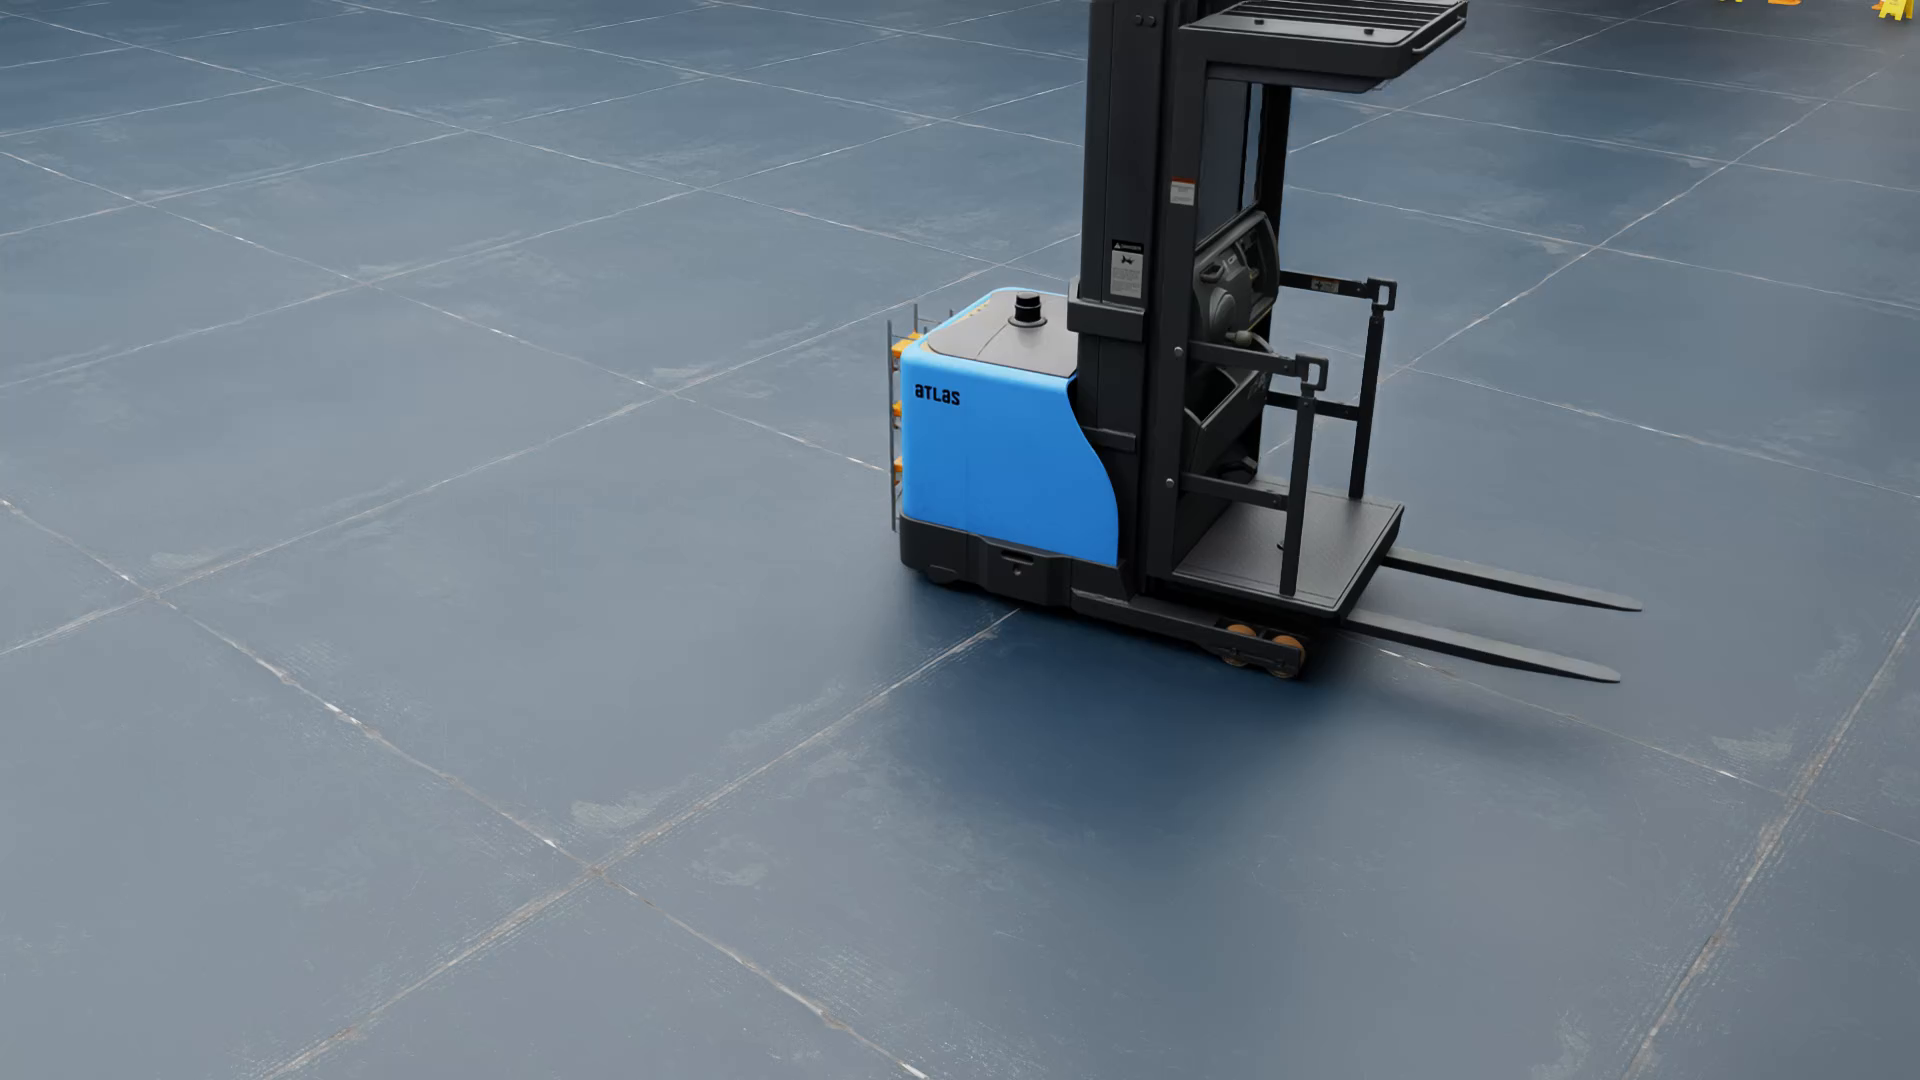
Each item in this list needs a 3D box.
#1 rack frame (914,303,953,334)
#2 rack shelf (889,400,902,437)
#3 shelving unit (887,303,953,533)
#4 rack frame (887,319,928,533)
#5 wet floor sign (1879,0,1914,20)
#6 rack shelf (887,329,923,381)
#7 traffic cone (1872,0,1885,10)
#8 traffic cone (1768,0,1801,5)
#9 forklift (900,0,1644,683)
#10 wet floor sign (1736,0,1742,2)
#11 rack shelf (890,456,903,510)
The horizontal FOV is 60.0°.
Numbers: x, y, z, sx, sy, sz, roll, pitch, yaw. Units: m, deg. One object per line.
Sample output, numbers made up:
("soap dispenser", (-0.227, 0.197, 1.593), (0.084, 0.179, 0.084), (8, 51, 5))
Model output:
("rack frame", (-0.119, -0.587, 7.741), (0.200, 1.050, 0.008), (13, 30, 24))
("rack shelf", (-0.175, -0.528, 7.650), (0.215, 0.259, 0.240), (13, 30, 24))
("shelving unit", (-0.175, -0.537, 7.645), (0.215, 1.050, 0.252), (13, 30, 24))
("rack frame", (-0.231, -0.487, 7.549), (0.200, 1.050, 0.008), (13, 30, 24))
("wet floor sign", (11.094, -6.481, 19.575), (0.232, 0.644, 0.267), (-15, 31, -27))
("rack shelf", (-0.175, -0.780, 7.520), (0.215, 0.259, 0.240), (13, 30, 24))
("traffic cone", (11.318, -6.684, 20.166), (0.336, 0.463, 0.334), (21, 34, 34))
("traffic cone", (10.246, -6.887, 20.560), (0.336, 0.463, 0.334), (21, 34, 34))
("forklift", (1.282, -1.027, 6.546), (3.031, 2.935, 1.130), (13, 30, 24))
("wet floor sign", (9.666, -7.057, 20.689), (0.267, 0.644, 0.232), (15, 31, 26))
("rack shelf", (-0.174, -0.281, 7.777), (0.215, 0.259, 0.240), (13, 30, 24))
